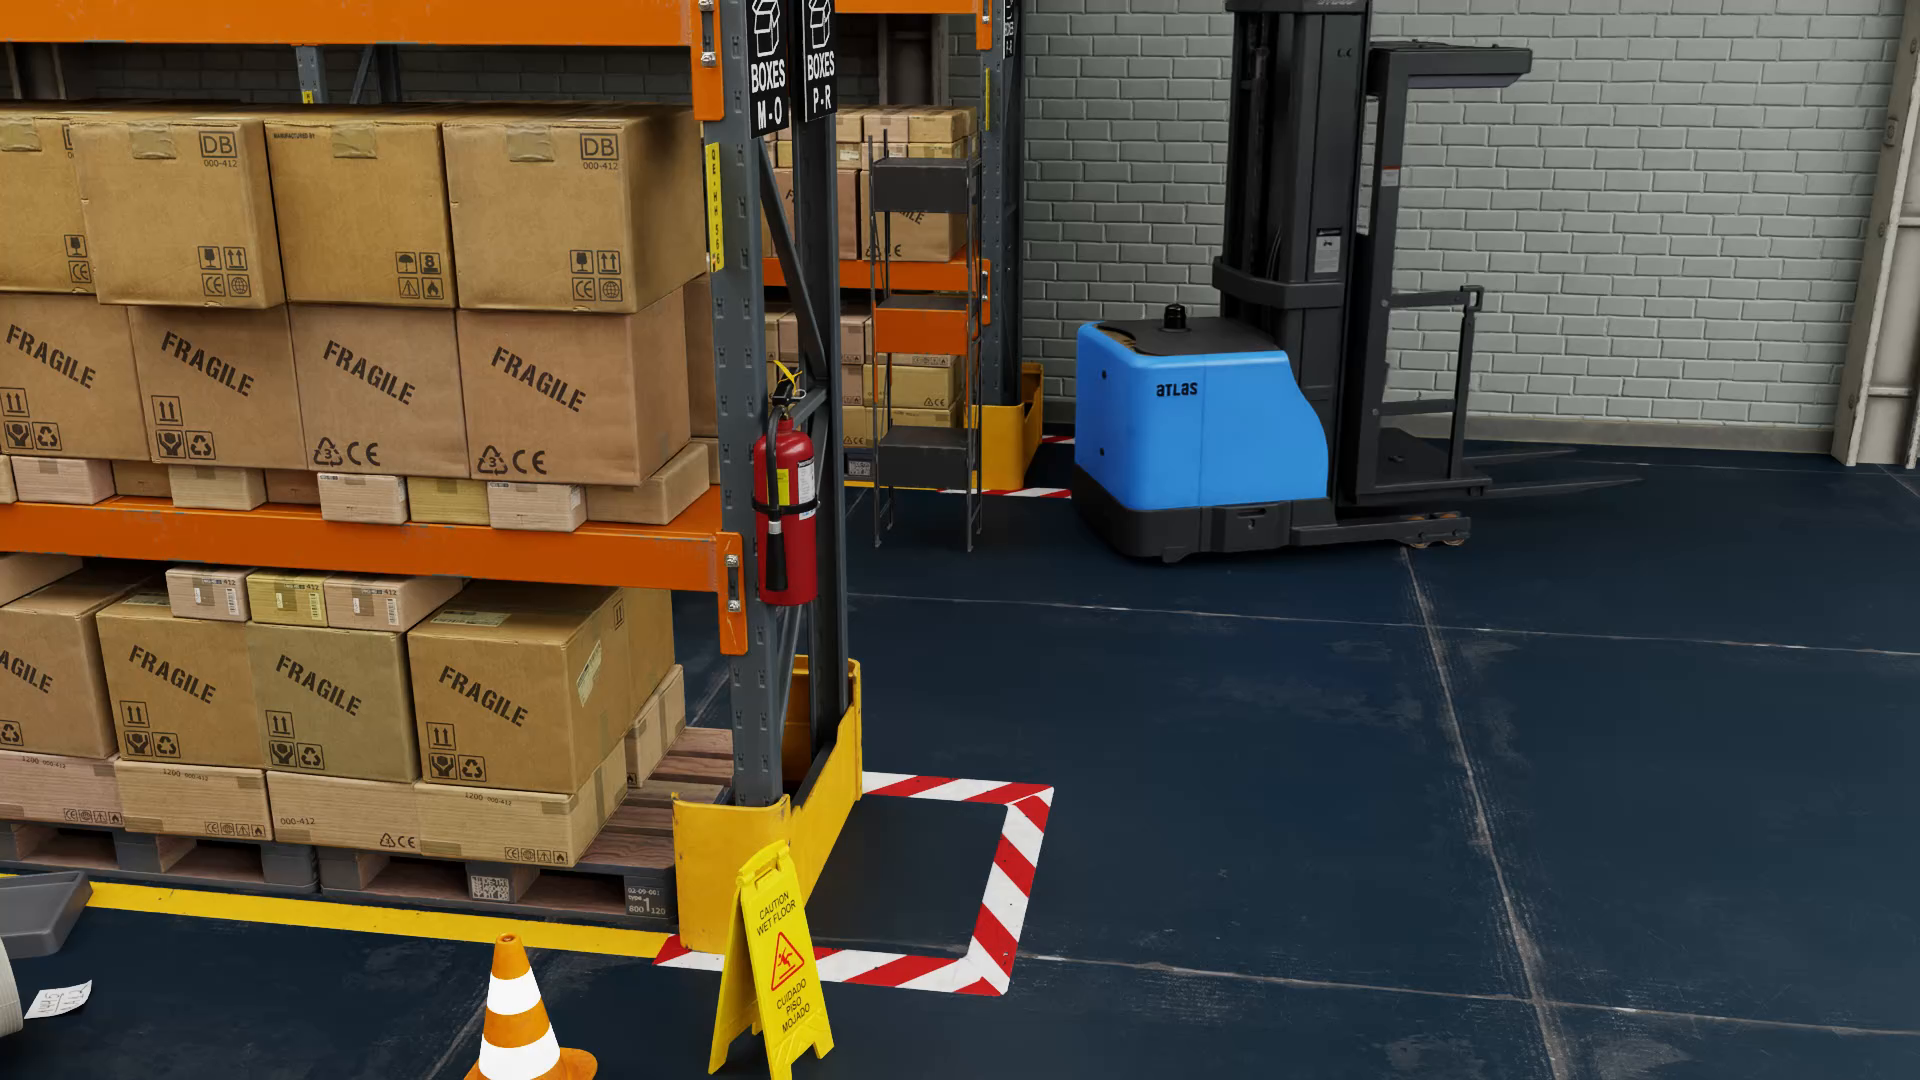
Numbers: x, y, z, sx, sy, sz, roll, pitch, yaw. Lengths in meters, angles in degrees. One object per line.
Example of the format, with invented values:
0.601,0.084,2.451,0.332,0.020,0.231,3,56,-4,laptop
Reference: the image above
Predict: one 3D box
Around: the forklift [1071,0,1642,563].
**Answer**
2.187,-1.503,8.675,3.031,2.935,1.130,-4,19,-13,forklift

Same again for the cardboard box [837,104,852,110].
-0.805,-2.528,9.984,0.250,0.149,0.380,3,19,9,cardboard box

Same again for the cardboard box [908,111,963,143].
-0.137,-2.347,9.441,0.250,0.149,0.380,3,19,9,cardboard box

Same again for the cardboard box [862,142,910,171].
-0.393,-2.187,9.432,0.250,0.149,0.380,3,19,10,cardboard box

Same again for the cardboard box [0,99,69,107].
-3.090,-1.051,5.015,0.500,0.500,0.700,3,19,7,cardboard box

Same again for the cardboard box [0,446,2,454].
-3.099,-0.576,5.172,0.500,0.500,0.500,3,19,8,cardboard box

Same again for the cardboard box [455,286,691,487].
-1.113,-0.473,4.863,0.500,0.500,0.500,3,19,8,cardboard box

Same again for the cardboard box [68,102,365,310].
-2.091,-0.985,4.816,0.500,0.500,0.700,3,19,8,cardboard box

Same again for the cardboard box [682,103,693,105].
-1.570,-2.565,10.094,0.250,0.149,0.380,3,19,9,cardboard box

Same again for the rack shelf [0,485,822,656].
-2.508,-0.103,5.517,4.000,0.370,1.077,3,19,9,rack shelf

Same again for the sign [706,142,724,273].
-0.641,-0.870,4.352,0.005,0.325,0.100,3,19,9,sign

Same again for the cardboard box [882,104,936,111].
-0.300,-2.512,9.934,0.250,0.149,0.380,4,19,11,cardboard box

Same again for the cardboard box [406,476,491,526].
-1.454,-0.174,4.991,0.250,0.149,0.380,3,19,8,cardboard box

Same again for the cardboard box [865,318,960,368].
-0.254,-1.194,9.739,0.500,0.250,0.500,4,19,10,cardboard box

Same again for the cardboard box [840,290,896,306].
-0.688,-1.376,10.283,0.500,0.250,0.500,3,19,9,cardboard box

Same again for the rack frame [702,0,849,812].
-0.533,-0.343,5.102,0.127,3.000,1.000,3,19,9,rack frame

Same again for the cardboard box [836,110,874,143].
-0.648,-2.354,9.463,0.250,0.149,0.380,3,19,10,cardboard box

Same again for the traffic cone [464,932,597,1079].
-1.162,1.242,4.362,0.334,0.463,0.336,3,19,9,traffic cone

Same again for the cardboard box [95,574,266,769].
-2.379,0.394,5.387,0.500,0.500,0.500,2,19,7,cardboard box

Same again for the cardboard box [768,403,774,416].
-1.246,-0.775,10.062,0.500,0.250,0.500,3,19,9,cardboard box

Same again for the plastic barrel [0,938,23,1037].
-2.813,1.249,4.404,0.512,0.421,0.421,-15,24,-38,plastic barrel

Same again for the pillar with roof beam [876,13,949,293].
-0.977,-3.712,5.716,0.400,9.000,9.100,3,19,9,pillar with roof beam

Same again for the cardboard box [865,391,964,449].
-0.264,-0.719,9.895,0.500,0.250,0.500,3,19,9,cardboard box

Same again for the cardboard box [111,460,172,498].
-2.442,-0.259,5.246,0.250,0.149,0.380,3,19,9,cardboard box

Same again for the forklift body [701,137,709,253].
-1.911,-1.020,8.462,1.214,2.155,2.313,3,19,9,forklift body

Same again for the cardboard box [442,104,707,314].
-1.072,-0.963,4.753,0.500,0.500,0.700,2,19,7,cardboard box

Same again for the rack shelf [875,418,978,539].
-0.163,-0.327,8.721,0.480,0.518,0.431,3,19,9,rack shelf

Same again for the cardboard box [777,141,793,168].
-0.883,-2.235,9.576,0.250,0.149,0.380,3,19,8,cardboard box

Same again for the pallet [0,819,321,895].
-2.606,0.861,5.897,1.213,0.211,1.003,3,19,9,pallet

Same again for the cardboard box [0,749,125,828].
-2.890,0.724,5.585,0.500,0.250,0.500,3,19,8,cardboard box

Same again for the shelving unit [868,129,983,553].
-0.163,-1.004,8.495,0.503,2.100,0.431,3,19,9,shelving unit

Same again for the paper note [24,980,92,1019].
-2.599,1.324,4.798,0.148,0.019,0.142,-3,19,-10,paper note

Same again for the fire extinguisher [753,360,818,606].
-0.493,-0.157,4.666,0.183,0.674,0.296,3,19,9,fire extinguisher

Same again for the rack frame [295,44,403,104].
-3.699,-2.100,10.352,0.127,3.000,1.000,3,19,9,rack frame

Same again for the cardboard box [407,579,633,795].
-1.366,0.447,5.229,0.500,0.500,0.500,3,19,9,cardboard box

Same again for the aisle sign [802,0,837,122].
-0.423,-1.670,4.971,0.004,0.787,0.394,3,19,9,aisle sign

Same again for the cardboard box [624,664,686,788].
-1.286,0.634,5.852,0.500,0.250,0.500,3,19,8,cardboard box

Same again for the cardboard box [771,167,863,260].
-0.788,-1.918,9.649,0.500,0.500,0.500,4,19,10,cardboard box

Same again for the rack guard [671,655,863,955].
-0.608,0.838,5.510,0.348,0.500,1.175,3,19,9,rack guard

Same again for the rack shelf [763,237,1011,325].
-1.724,-1.658,10.165,4.000,0.370,1.077,3,19,9,rack shelf

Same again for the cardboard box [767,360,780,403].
-1.286,-1.006,9.965,0.500,0.250,0.500,2,19,7,cardboard box

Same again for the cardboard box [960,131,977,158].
-0.043,-2.352,9.925,0.250,0.149,0.380,2,19,7,cardboard box

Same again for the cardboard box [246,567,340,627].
-1.986,0.128,5.159,0.250,0.149,0.380,3,19,10,cardboard box

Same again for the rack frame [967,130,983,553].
0.077,-0.992,8.458,0.015,2.100,0.400,3,19,9,rack frame

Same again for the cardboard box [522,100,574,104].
-2.574,-2.647,10.338,0.250,0.149,0.380,3,19,8,cardboard box

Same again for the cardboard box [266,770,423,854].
-1.884,0.776,5.427,0.500,0.250,0.500,3,19,9,cardboard box

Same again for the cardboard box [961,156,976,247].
-0.195,-2.058,10.069,0.500,0.500,0.500,4,19,10,cardboard box

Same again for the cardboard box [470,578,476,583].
-1.826,0.253,5.811,0.500,0.500,0.500,2,19,7,cardboard box

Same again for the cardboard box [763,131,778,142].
-1.156,-2.368,9.505,0.250,0.149,0.380,3,19,10,cardboard box

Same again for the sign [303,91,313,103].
-3.775,-2.441,9.671,0.005,0.325,0.100,3,19,9,sign

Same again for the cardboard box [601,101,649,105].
-2.076,-2.600,10.198,0.250,0.149,0.380,3,19,8,cardboard box

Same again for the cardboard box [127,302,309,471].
-2.100,-0.526,5.021,0.500,0.500,0.500,3,19,8,cardboard box

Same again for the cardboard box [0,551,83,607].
-3.055,0.074,5.322,0.250,0.149,0.380,4,19,12,cardboard box

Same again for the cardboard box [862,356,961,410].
-0.280,-0.958,9.821,0.500,0.250,0.500,3,19,8,cardboard box

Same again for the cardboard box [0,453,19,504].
-2.961,-0.242,5.195,0.250,0.149,0.380,3,19,9,cardboard box

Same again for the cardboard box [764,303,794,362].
-1.259,-1.240,9.876,0.500,0.250,0.500,3,19,9,cardboard box

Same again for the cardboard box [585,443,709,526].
-0.936,-0.176,4.998,0.250,0.149,0.380,4,19,10,cardboard box

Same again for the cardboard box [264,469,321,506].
-1.943,-0.234,5.171,0.250,0.149,0.380,3,19,9,cardboard box

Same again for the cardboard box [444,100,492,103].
-3.095,-2.649,10.344,0.250,0.149,0.380,2,19,7,cardboard box
